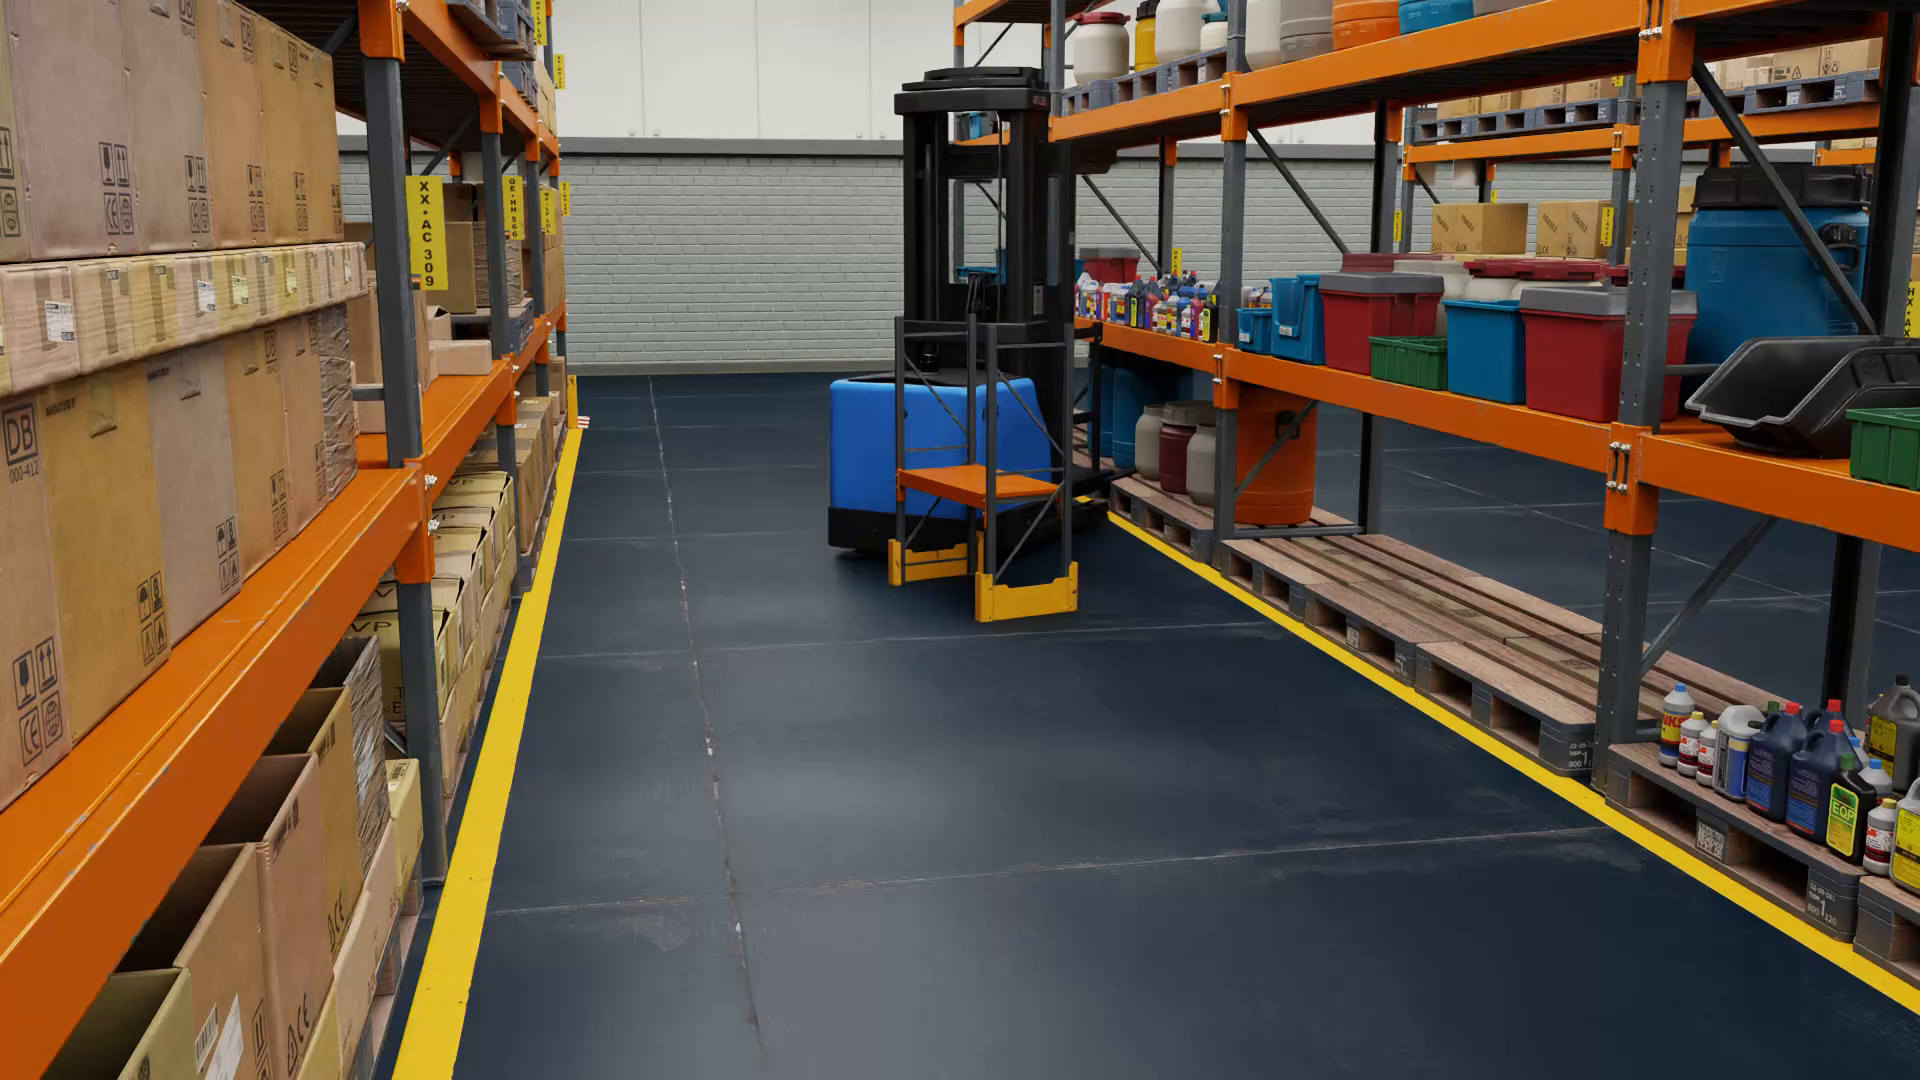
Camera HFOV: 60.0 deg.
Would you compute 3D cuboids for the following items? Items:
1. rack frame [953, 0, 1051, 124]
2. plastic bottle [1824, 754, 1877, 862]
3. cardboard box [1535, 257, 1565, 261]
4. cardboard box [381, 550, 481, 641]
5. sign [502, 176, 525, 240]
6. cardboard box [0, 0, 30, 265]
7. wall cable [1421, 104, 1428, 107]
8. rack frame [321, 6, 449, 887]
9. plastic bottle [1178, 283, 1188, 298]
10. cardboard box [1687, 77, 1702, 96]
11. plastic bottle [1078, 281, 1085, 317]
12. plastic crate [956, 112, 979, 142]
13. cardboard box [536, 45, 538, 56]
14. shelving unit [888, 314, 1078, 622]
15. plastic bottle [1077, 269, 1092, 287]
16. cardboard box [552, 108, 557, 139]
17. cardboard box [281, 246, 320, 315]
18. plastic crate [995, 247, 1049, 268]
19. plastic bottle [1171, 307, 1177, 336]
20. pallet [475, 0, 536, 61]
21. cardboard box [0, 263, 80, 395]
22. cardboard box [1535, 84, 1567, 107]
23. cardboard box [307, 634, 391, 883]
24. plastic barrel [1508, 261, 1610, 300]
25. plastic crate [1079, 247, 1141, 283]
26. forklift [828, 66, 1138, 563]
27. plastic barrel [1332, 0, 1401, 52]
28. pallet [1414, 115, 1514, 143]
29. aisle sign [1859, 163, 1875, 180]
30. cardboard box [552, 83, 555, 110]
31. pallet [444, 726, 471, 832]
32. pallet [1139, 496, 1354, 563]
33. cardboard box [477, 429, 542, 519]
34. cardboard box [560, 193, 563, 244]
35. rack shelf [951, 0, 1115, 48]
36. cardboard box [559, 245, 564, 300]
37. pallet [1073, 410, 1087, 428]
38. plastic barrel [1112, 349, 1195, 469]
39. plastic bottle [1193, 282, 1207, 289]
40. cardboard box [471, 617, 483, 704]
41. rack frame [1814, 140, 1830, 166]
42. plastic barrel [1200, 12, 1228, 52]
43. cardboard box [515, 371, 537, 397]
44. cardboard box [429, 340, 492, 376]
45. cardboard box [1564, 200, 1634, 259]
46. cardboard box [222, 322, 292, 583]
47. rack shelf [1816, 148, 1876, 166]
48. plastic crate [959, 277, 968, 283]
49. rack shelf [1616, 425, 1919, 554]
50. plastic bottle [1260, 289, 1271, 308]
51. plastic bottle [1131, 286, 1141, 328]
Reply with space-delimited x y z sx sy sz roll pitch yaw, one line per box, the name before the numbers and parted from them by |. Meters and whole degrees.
rack frame | 0.436 -5.732 16.747 1.000 3.000 0.127 -2 11 -11
plastic bottle | 2.548 0.763 4.752 0.061 0.283 0.133 -2 11 -8
cardboard box | 5.626 -2.471 15.260 0.500 0.250 0.500 -2 11 -9
cardboard box | -2.120 0.192 6.395 0.500 0.311 0.500 -2 11 -13
sign | -2.324 -1.728 8.657 0.100 0.325 0.005 -2 11 -11
cardboard box | -1.508 -0.550 1.826 0.700 0.500 0.500 -2 11 -12
wall cable | 7.575 -8.655 23.500 2.277 5.999 0.120 -2 11 -11
rack frame | -2.090 -0.405 4.802 1.000 3.000 0.127 -2 11 -11
plastic bottle | 1.658 -1.761 12.268 0.097 0.271 0.097 0 11 0
cardboard box | 6.195 -3.855 13.514 0.700 0.500 0.500 -2 11 -10
plastic bottle | 0.952 -1.843 12.701 0.097 0.271 0.097 0 11 0
plastic crate | 0.237 -4.114 16.616 0.497 0.269 0.590 -2 11 -11
cardboard box | -4.308 -4.526 15.490 0.700 0.500 0.500 -2 11 -11
shelving unit | 0.107 -0.430 8.944 0.587 1.500 1.083 -6 12 -28
plastic bottle | 0.972 -1.944 13.018 0.144 0.351 0.185 -2 11 -11
cardboard box | -4.065 -3.921 15.654 0.500 0.250 0.500 -2 11 -11
cardboard box | -1.675 -0.589 3.768 0.380 0.149 0.250 -2 11 -11
plastic crate | 0.684 -2.778 17.012 0.616 0.435 0.499 -2 11 -11
plastic bottle | 1.389 -1.397 10.545 0.097 0.201 0.097 0 11 0
pallet | -2.648 -2.398 7.757 1.213 0.211 1.003 -2 11 -8
cardboard box | -1.325 -0.259 2.035 0.380 0.149 0.250 -2 11 -12
cardboard box | 5.761 -4.250 15.323 0.700 0.500 0.500 -2 11 -8
cardboard box | -1.699 0.540 4.061 0.500 0.500 0.500 -2 11 -11
plastic barrel | 2.656 -0.969 7.403 0.433 0.535 0.433 0 11 0
plastic crate | 1.286 -2.285 14.350 0.402 0.464 0.583 -2 11 -11
forklift | 0.348 -1.537 10.932 1.130 2.935 3.031 6 12 28
plastic barrel | 2.066 -2.724 7.816 0.600 0.830 0.708 -2 11 -11
pallet | 5.449 -4.260 17.269 1.003 0.211 1.213 -2 11 -11
aisle sign | 10.459 -4.429 18.989 0.394 0.787 0.004 -2 11 -11
cardboard box | -4.073 -4.166 15.606 0.500 0.250 0.500 -2 11 -11
pallet | -2.271 0.831 5.765 1.003 0.211 1.213 -2 11 -11
pallet | 1.798 -0.091 10.612 1.003 0.211 1.213 -2 11 -11
cardboard box | -2.876 -0.409 10.330 0.500 0.500 0.500 -2 11 -12
cardboard box | -4.067 -3.075 15.886 0.500 0.500 0.500 -2 11 -12
rack shelf | 0.825 -4.816 14.925 1.077 0.370 4.000 -2 11 -11
cardboard box | -3.965 -2.488 15.477 0.500 0.500 0.500 -2 11 -11
pallet | 0.792 -1.040 15.594 1.003 0.211 1.213 -2 11 -11
plastic barrel | 1.441 -0.997 12.401 0.600 0.901 0.708 -2 11 -11
plastic bottle | 1.777 -1.771 12.309 0.152 0.276 0.135 -2 11 -11
cardboard box | -2.127 0.468 6.447 0.500 0.250 0.500 -2 11 -13
rack frame | 10.179 -3.127 19.105 1.000 3.000 0.127 -2 11 -11
plastic barrel | 1.640 -3.121 10.298 0.301 0.262 0.301 0 11 0
cardboard box | -4.016 -1.206 14.513 0.797 0.503 0.637 -2 11 -11
cardboard box | -2.422 -0.860 7.866 0.380 0.149 0.250 -2 11 -11
cardboard box | 5.721 -2.747 14.708 0.500 0.500 0.500 -2 11 -9
cardboard box | -1.794 -0.184 3.375 0.700 0.500 0.500 -2 11 -10
rack shelf | 10.568 -3.881 16.964 1.077 0.370 4.000 -2 11 -11
plastic crate | 0.142 -2.566 16.701 0.250 0.136 0.298 -2 11 -11
rack shelf | 3.159 0.136 3.885 1.077 0.370 4.000 -2 11 -11
plastic bottle | 2.049 -1.538 11.098 0.097 0.271 0.097 0 11 0
plastic bottle | 1.211 -1.587 11.326 0.061 0.283 0.133 -2 11 -11
